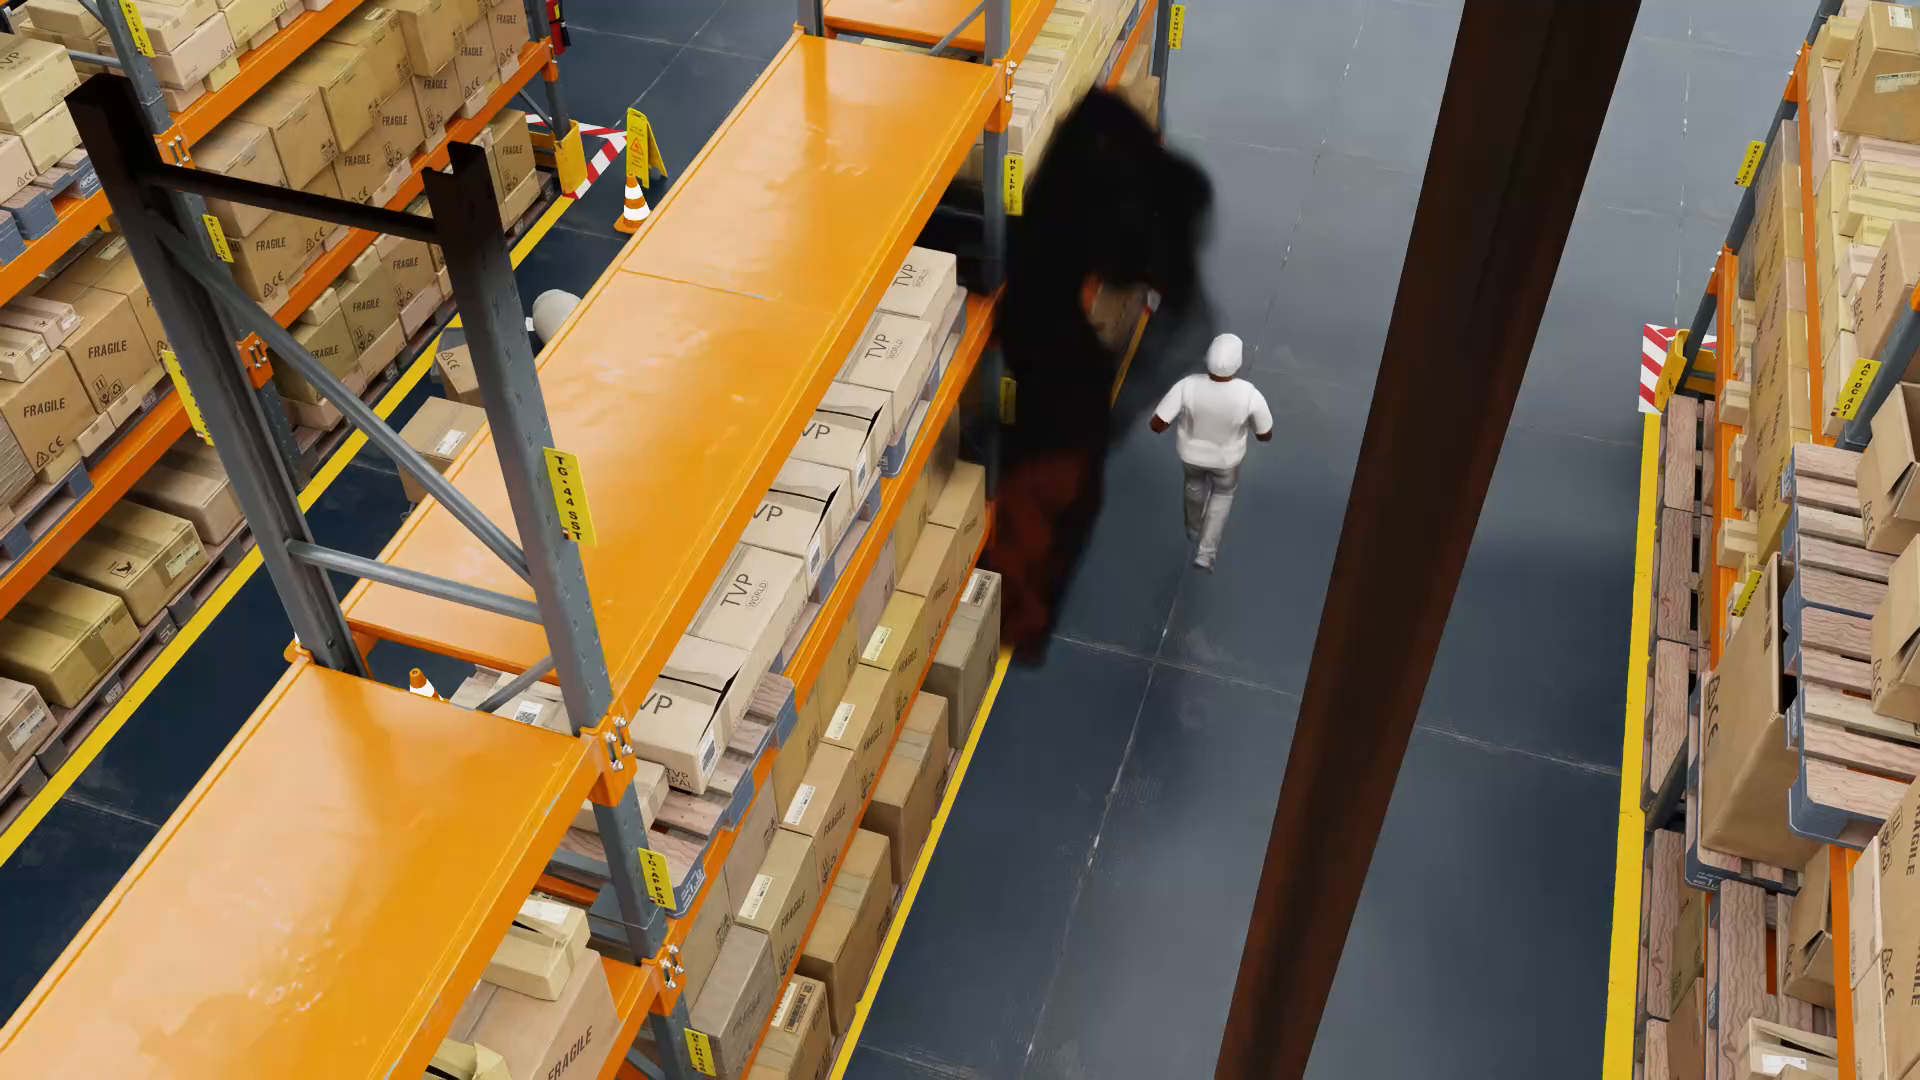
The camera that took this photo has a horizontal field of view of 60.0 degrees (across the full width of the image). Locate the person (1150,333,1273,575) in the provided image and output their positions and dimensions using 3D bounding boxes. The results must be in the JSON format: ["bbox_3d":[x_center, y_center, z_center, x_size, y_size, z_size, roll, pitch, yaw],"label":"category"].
[{"bbox_3d":[1.510,-0.551,10.062,0.714,1.751,0.725,11,47,10],"label":"person"}]
